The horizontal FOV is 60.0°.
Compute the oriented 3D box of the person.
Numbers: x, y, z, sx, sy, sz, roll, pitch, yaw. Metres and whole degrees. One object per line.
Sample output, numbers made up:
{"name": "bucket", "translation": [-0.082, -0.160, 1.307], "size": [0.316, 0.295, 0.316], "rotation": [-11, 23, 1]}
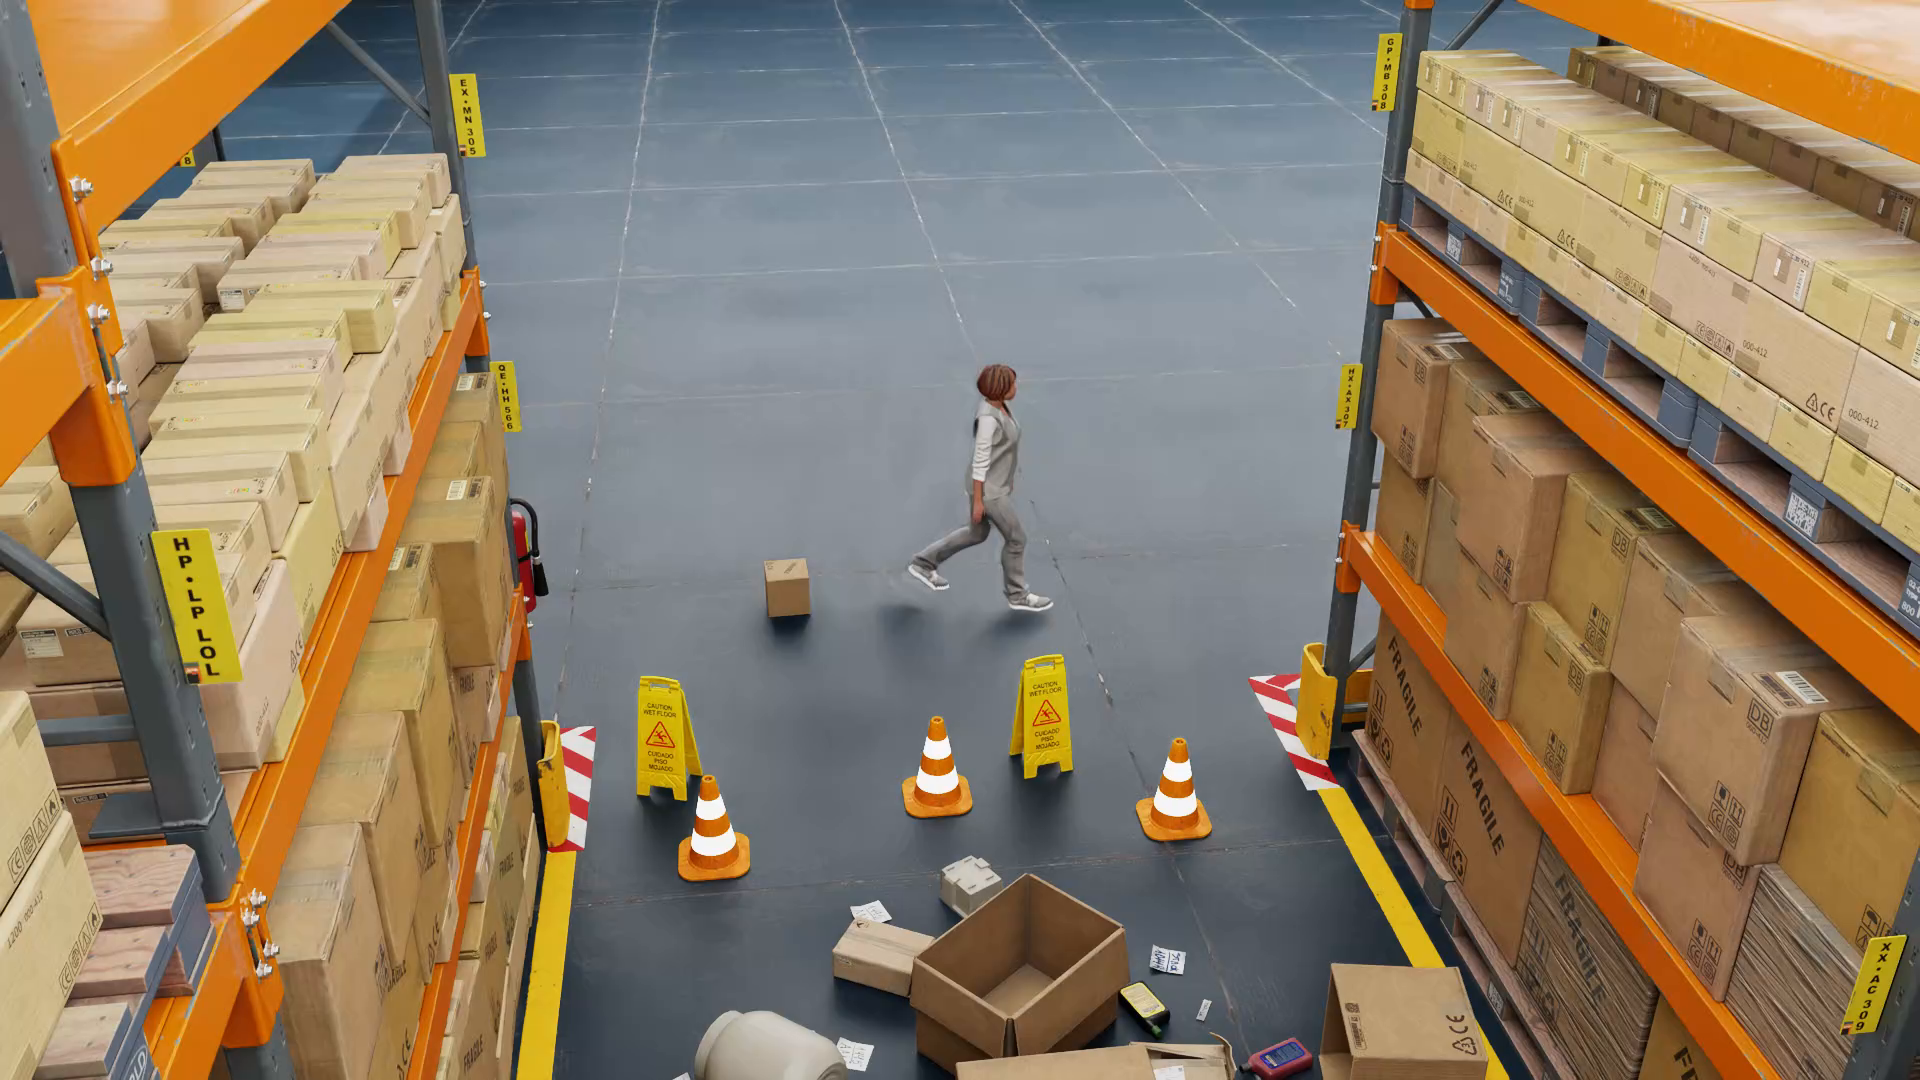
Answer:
{"name": "person", "translation": [0.122, -0.320, 9.693], "size": [0.877, 1.554, 0.428], "rotation": [2, 28, 3]}
